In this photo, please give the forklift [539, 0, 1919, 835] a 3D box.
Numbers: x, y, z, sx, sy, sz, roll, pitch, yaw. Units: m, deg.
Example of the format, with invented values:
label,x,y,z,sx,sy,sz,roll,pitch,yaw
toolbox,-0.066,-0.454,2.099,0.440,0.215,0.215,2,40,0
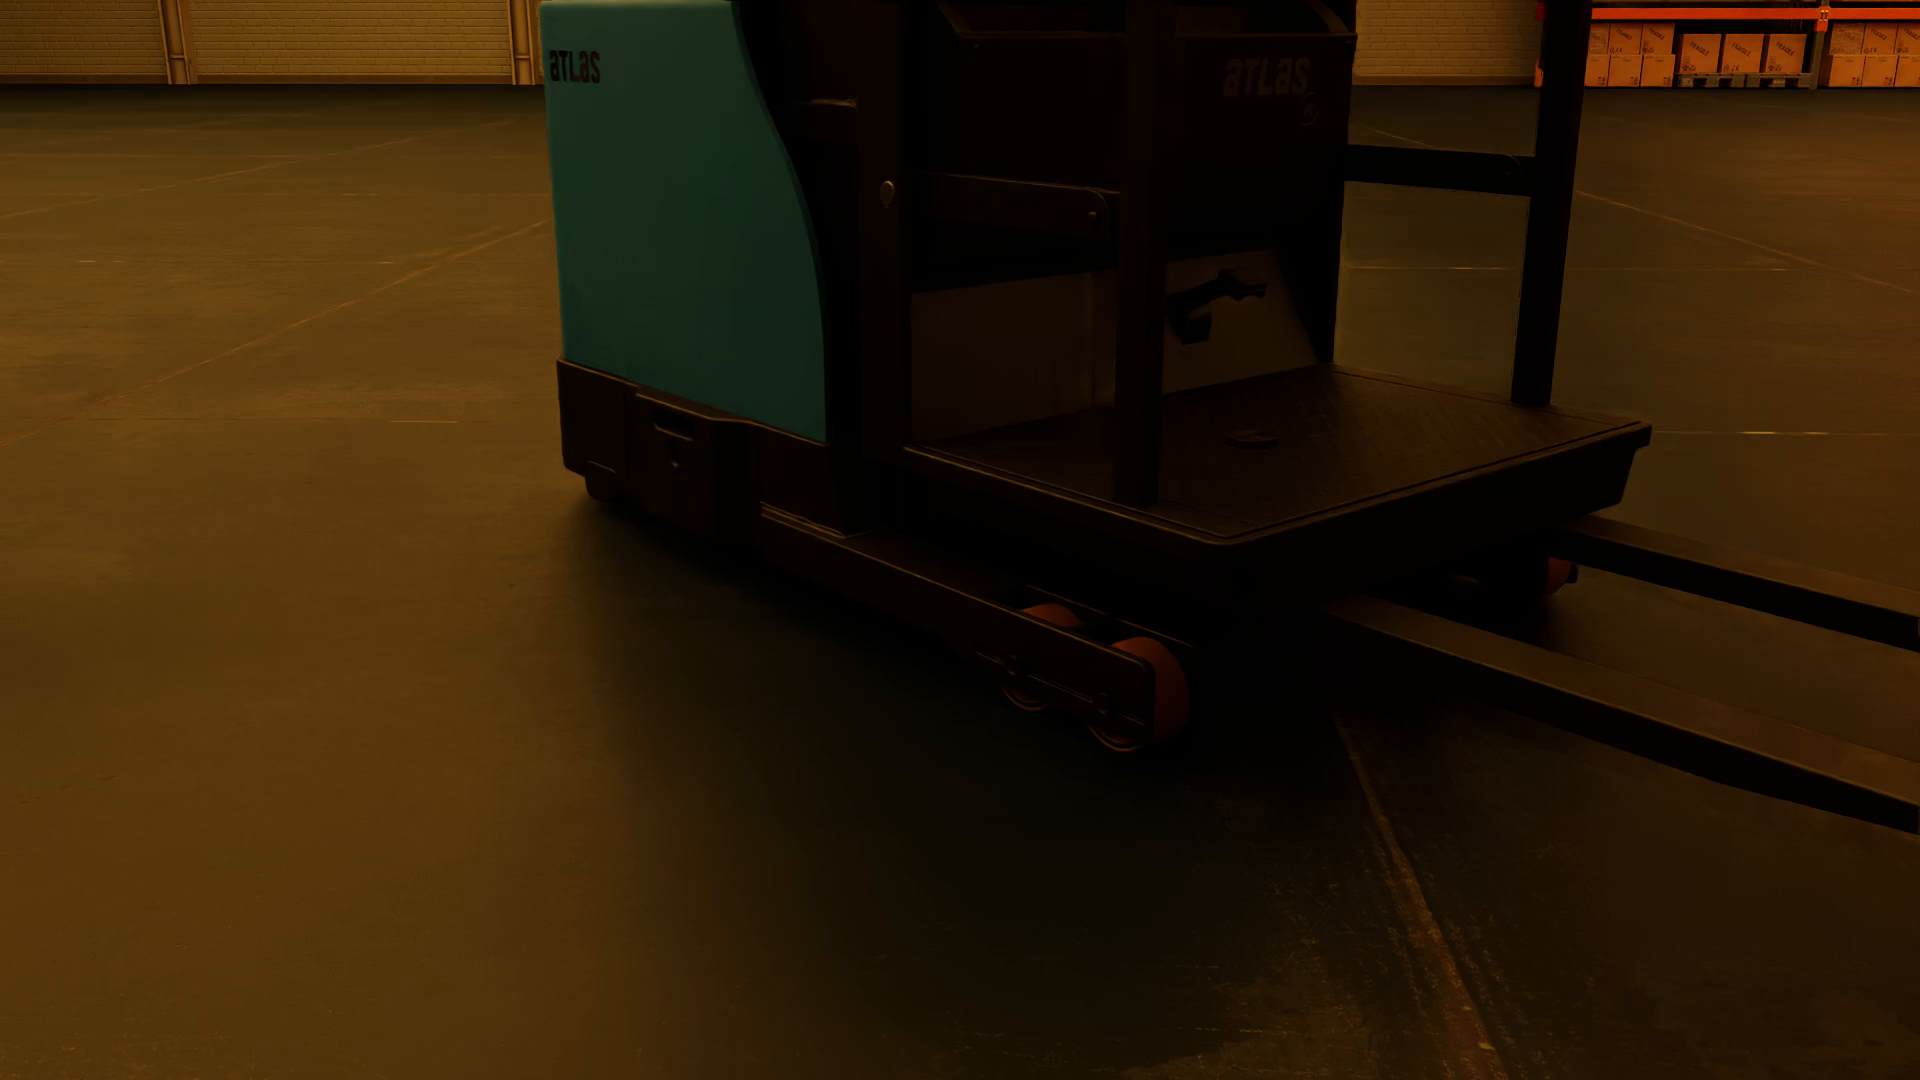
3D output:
label,x,y,z,sx,sy,sz,roll,pitch,yaw
forklift,0.453,-1.261,2.491,1.130,2.935,3.031,-14,22,-38
